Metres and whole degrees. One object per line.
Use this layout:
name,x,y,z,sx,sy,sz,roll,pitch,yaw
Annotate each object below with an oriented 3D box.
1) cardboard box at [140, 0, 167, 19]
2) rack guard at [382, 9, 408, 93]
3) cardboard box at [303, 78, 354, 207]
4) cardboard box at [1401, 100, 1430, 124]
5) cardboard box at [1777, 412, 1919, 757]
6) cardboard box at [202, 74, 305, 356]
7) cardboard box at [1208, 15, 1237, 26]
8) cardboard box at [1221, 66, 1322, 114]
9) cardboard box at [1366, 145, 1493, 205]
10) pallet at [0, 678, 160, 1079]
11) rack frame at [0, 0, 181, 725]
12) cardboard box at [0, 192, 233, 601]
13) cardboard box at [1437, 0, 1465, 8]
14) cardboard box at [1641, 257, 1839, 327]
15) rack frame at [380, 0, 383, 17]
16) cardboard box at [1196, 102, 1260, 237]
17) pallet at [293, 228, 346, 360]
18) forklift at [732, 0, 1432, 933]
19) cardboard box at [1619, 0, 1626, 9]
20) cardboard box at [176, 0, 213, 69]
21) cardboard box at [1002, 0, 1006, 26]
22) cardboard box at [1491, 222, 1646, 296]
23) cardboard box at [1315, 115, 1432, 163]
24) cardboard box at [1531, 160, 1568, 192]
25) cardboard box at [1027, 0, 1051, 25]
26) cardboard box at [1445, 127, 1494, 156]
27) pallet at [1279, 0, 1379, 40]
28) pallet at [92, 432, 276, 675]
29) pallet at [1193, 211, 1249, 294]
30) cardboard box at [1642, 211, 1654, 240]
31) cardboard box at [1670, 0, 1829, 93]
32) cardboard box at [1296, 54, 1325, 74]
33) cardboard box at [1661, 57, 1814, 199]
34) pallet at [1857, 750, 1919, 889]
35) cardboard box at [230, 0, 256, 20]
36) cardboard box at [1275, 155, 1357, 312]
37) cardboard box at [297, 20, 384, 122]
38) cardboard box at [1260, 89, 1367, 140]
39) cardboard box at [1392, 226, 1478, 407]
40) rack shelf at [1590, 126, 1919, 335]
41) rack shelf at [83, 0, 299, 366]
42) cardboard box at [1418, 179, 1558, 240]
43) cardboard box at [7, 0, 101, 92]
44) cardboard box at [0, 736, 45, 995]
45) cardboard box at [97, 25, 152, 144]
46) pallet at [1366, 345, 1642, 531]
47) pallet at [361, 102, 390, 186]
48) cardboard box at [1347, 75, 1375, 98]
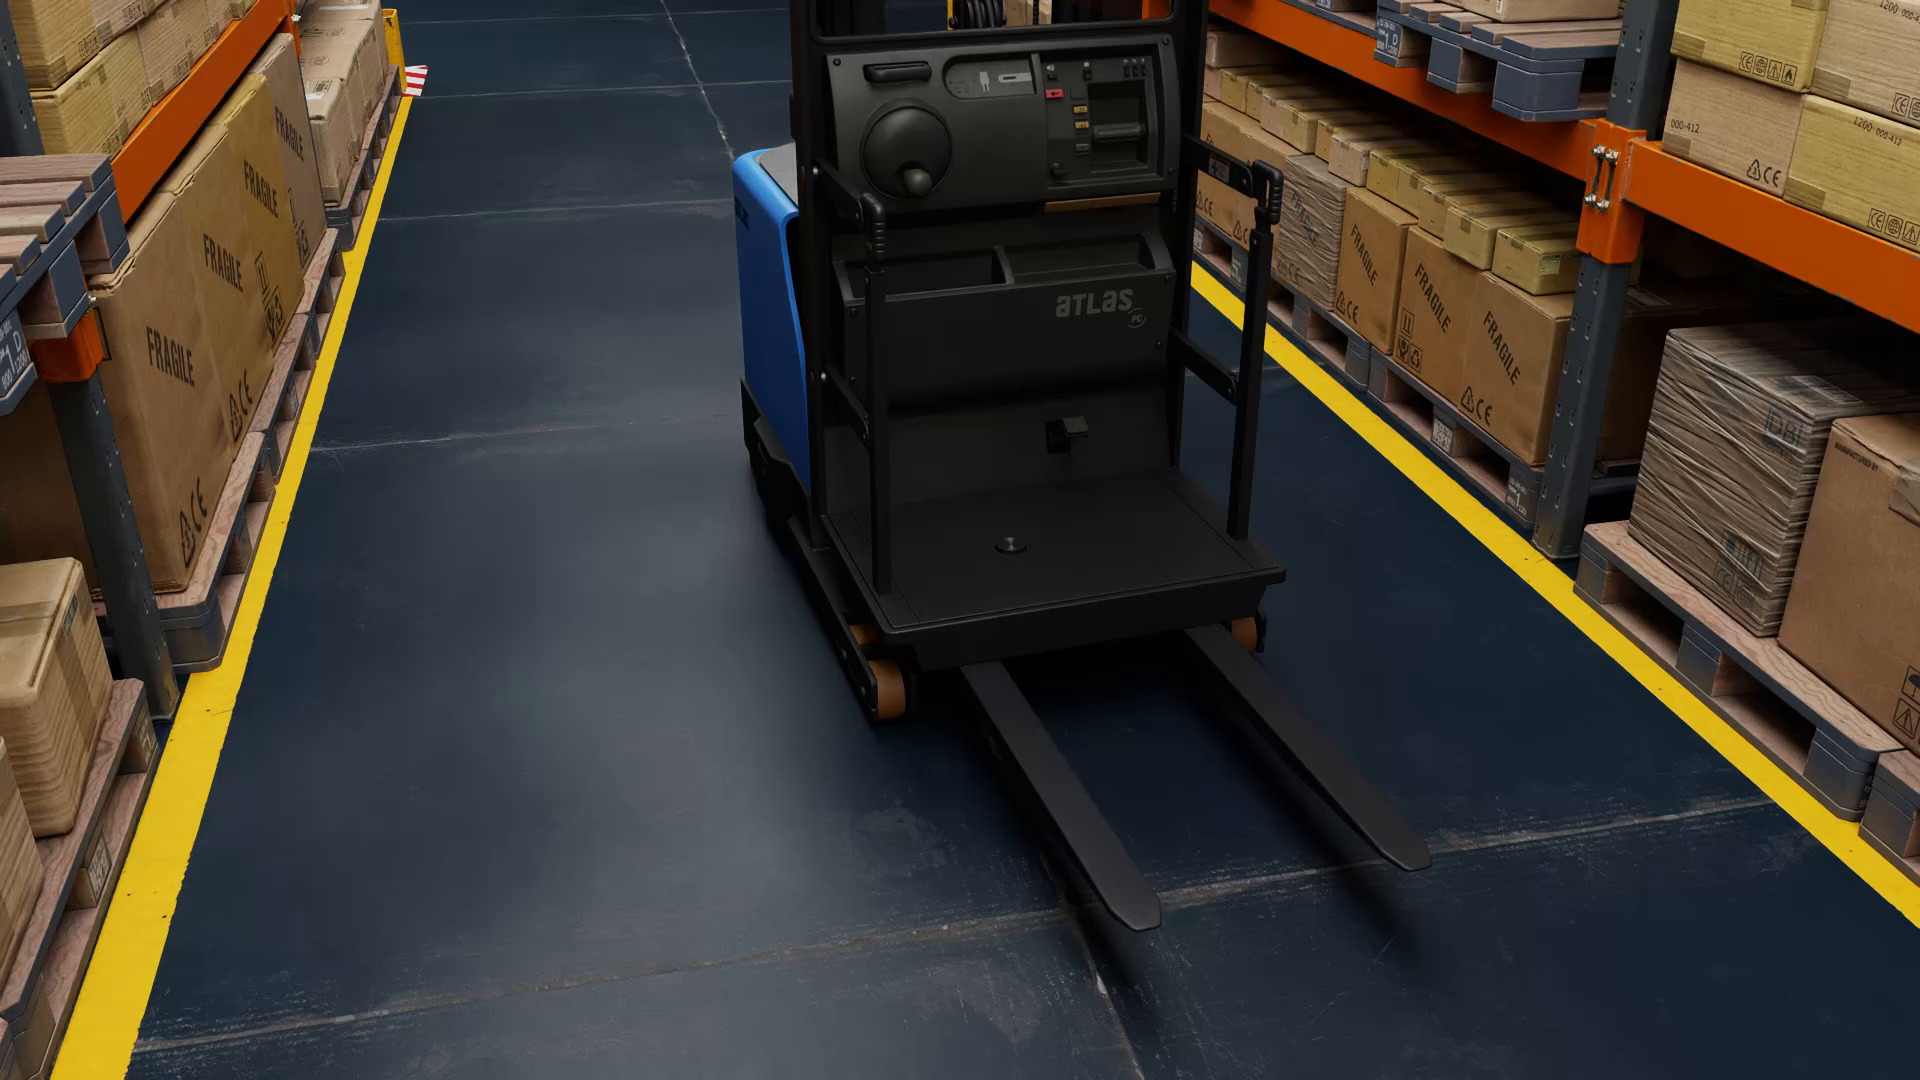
cardboard box,-2.633,-1.693,4.886,0.500,0.250,0.500,-6,27,-12
rack guard,-4.352,-3.249,11.131,1.175,0.500,0.348,-6,27,-12
cardboard box,-3.482,-1.928,8.119,0.875,0.438,0.875,-6,27,-12
cardboard box,2.087,-1.769,7.013,0.380,0.149,0.250,-6,27,-11
cardboard box,2.574,0.086,3.920,0.875,0.625,0.625,-5,27,-10
cardboard box,-3.016,-1.177,6.145,0.875,0.875,0.875,-5,27,-10
cardboard box,1.271,-2.419,7.972,0.380,0.149,0.250,-6,27,-12
cardboard box,1.419,-2.055,7.581,0.380,0.149,0.250,-7,28,-14
cardboard box,1.753,-1.367,6.217,0.380,0.149,0.250,-6,27,-12
pallet,-2.369,0.746,3.538,1.003,0.211,1.213,-6,27,-12
rack frame,-2.544,-0.842,3.589,1.000,3.000,0.127,-6,27,-12
cardboard box,-2.618,-0.393,4.591,0.875,0.875,0.875,-6,27,-12
cardboard box,1.738,-1.898,5.383,0.500,0.250,0.500,-7,28,-14
cardboard box,2.470,-0.633,5.483,0.500,0.500,0.500,-5,27,-10
rack frame,-4.346,-4.354,10.547,1.000,3.000,0.127,-6,27,-12
cardboard box,1.410,-1.707,7.612,0.500,0.500,0.500,-6,27,-12
pallet,-3.198,-1.022,7.041,1.003,0.211,1.213,-6,27,-12
forklift,0.191,-1.042,4.061,1.130,2.935,3.031,-8,28,-16
cardboard box,2.328,-1.822,4.953,0.500,0.500,0.500,-5,27,-9
cardboard box,-2.769,-1.686,5.428,0.500,0.250,0.500,-6,27,-12
cardboard box,0.534,-3.655,11.466,0.797,0.503,0.637,-7,28,-14
cardboard box,1.934,-0.900,5.292,0.380,0.149,0.250,-7,28,-14
cardboard box,1.656,-1.598,6.675,0.380,0.149,0.250,-6,27,-11
cardboard box,2.339,-1.319,6.122,0.380,0.149,0.250,-7,28,-14
cardboard box,0.711,-3.032,10.236,0.500,0.500,0.500,-5,27,-11
cardboard box,2.134,-1.532,6.544,0.380,0.149,0.250,-6,27,-11
pallet,1.849,-2.115,6.325,1.003,0.211,1.213,-6,27,-12
pallet,-2.648,0.049,4.918,1.003,0.211,1.213,-6,27,-12
pallet,1.610,-1.506,7.999,1.003,0.211,1.213,-6,27,-12
cardboard box,2.444,-1.089,5.666,0.380,0.149,0.250,-5,27,-10
cardboard box,2.129,-1.282,4.072,0.500,0.250,0.500,-6,27,-12
cardboard box,1.819,-2.218,7.903,0.380,0.149,0.250,-6,27,-12
cardboard box,2.154,-1.061,4.190,0.500,0.250,0.500,-6,27,-11
pallet,2.711,0.797,3.437,1.003,0.211,1.213,-6,27,-12
cardboard box,-2.985,-2.136,6.319,0.500,0.250,0.500,-6,27,-12
cardboard box,1.629,-1.259,6.724,0.500,0.500,0.500,-7,28,-13
cardboard box,-3.886,-2.717,9.682,0.875,0.438,0.875,-5,27,-10
cardboard box,1.513,-1.823,7.120,0.380,0.149,0.250,-6,27,-12
cardboard box,1.884,-0.804,5.822,0.500,0.500,0.500,-6,27,-12
rack shelf,2.742,-0.149,3.014,1.077,0.370,4.000,-6,27,-12
rack shelf,-2.994,-1.399,5.491,1.077,0.370,4.000,-6,27,-12
cardboard box,1.825,-1.137,5.761,0.380,0.149,0.250,-7,28,-13
cardboard box,-2.417,-1.246,4.001,0.500,0.250,0.500,-6,27,-12
cardboard box,-2.252,0.716,2.953,0.950,0.372,0.625,-6,27,-13
cardboard box,-2.542,-1.239,4.542,0.500,0.250,0.500,-7,28,-13
pallet,2.160,-0.434,5.876,1.003,0.211,1.213,-6,27,-12
pallet,-3.819,-2.232,9.437,1.003,0.211,1.213,-6,27,-12
cardboard box,1.965,-2.002,7.476,0.380,0.149,0.250,-7,28,-14
